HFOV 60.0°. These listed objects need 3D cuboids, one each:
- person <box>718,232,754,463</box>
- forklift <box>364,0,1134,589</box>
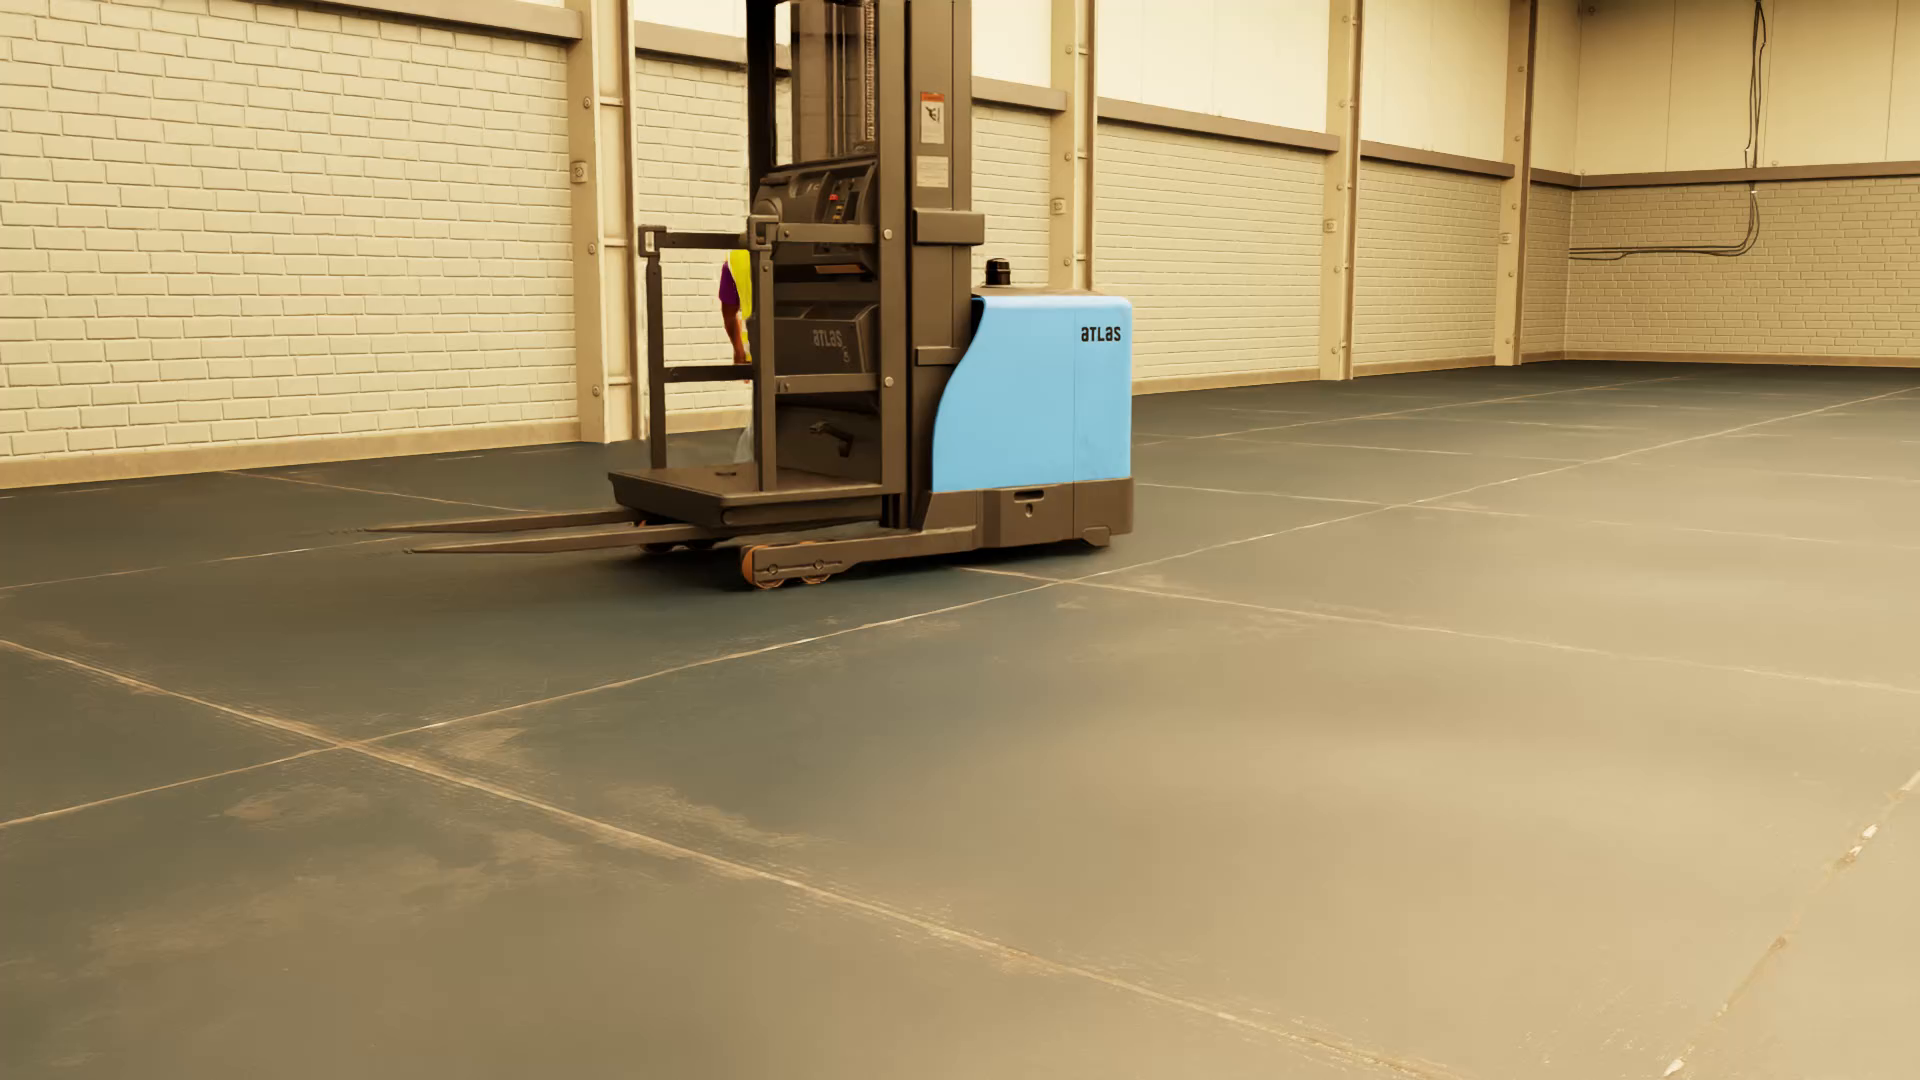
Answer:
[{"bbox_3d":[-0.865,-0.967,8.294,0.488,1.668,0.954,-7,11,-40],"label":"person"},{"bbox_3d":[-0.765,-1.354,6.533,3.031,2.935,1.130,-6,10,-33],"label":"forklift"}]
